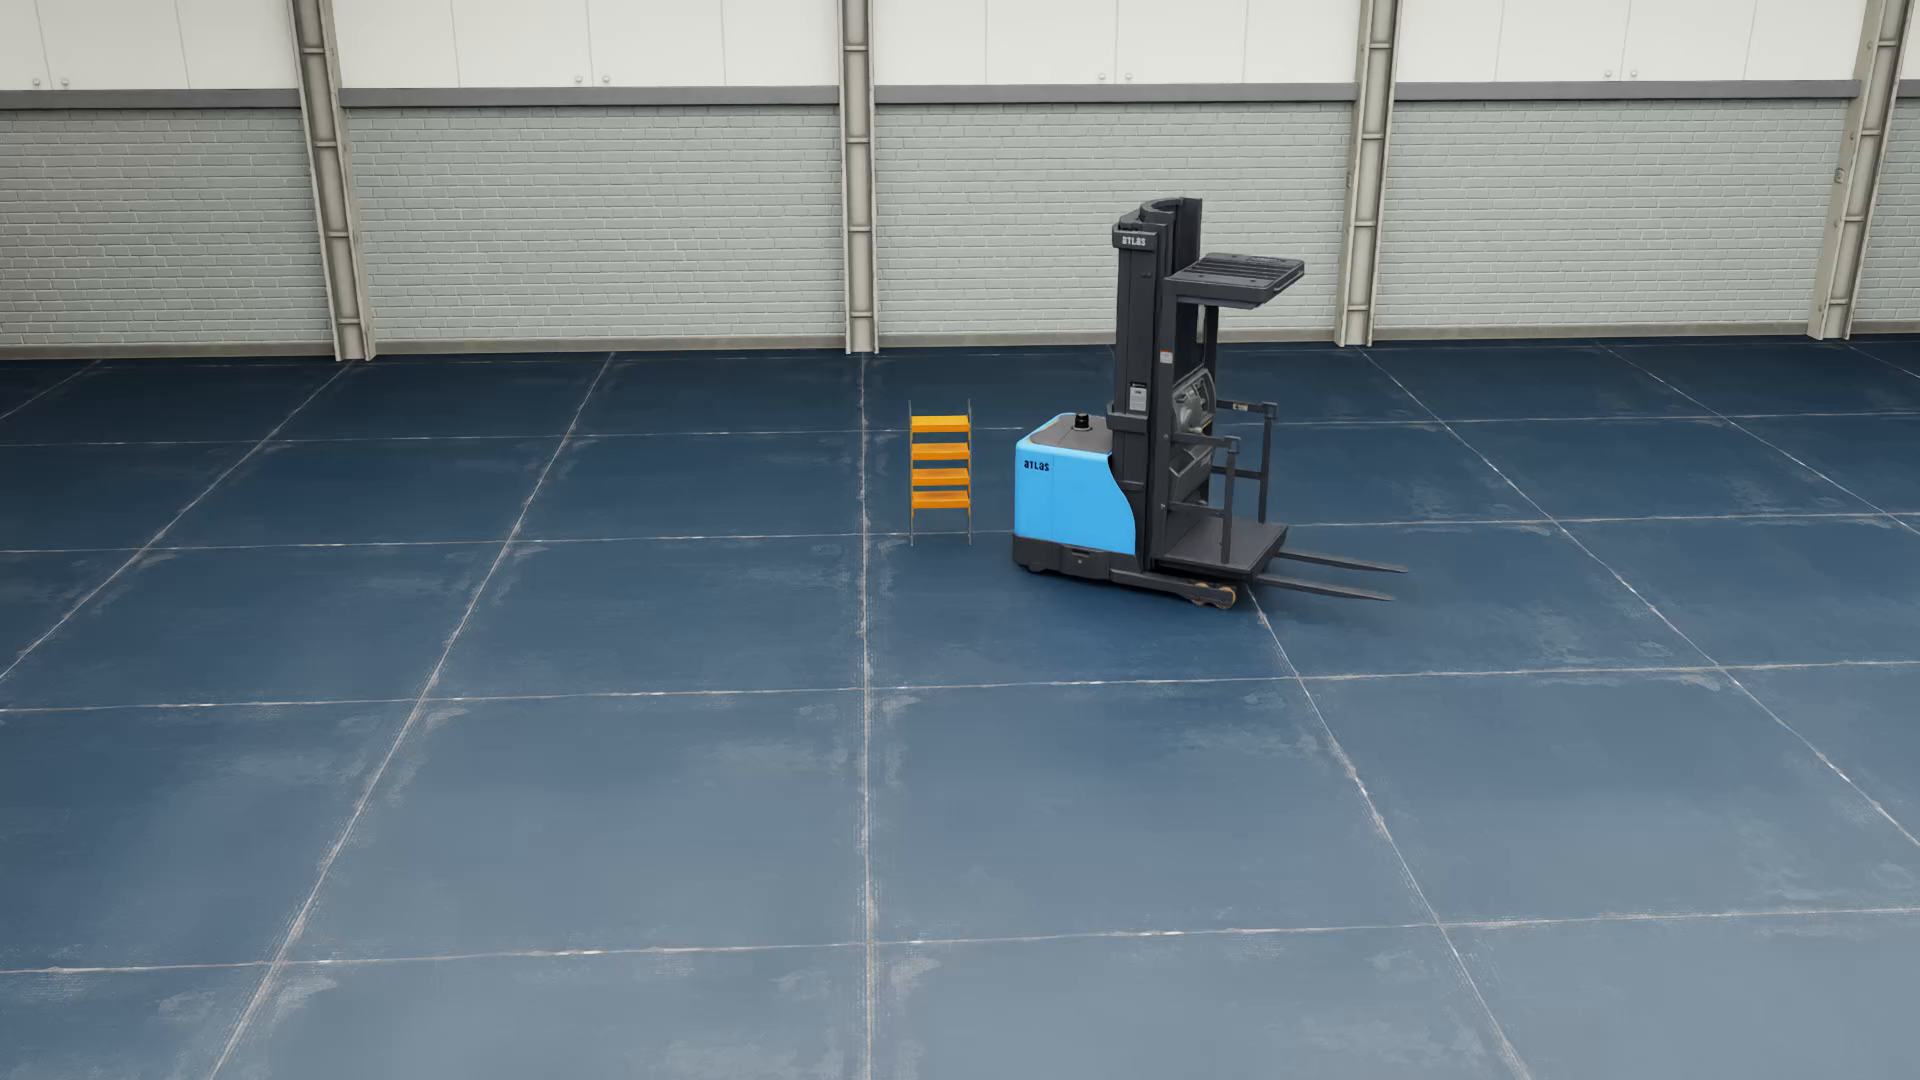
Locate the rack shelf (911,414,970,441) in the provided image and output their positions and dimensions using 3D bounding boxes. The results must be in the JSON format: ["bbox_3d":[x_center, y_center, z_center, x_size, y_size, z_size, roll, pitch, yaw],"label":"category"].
[{"bbox_3d":[-0.165,-0.925,13.690,0.480,0.148,0.258,-1,21,-3],"label":"rack shelf"}]

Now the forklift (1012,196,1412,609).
[{"bbox_3d":[1.980,-1.059,12.714,3.031,2.935,1.130,10,23,24],"label":"forklift"}]

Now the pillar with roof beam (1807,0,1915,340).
[{"bbox_3d":[11.047,-5.212,15.095,0.400,9.000,9.100,-1,21,-3],"label":"pillar with roof beam"}]

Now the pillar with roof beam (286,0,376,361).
[{"bbox_3d":[-6.923,-4.847,14.135,0.400,9.000,9.100,-1,21,-3],"label":"pillar with roof beam"}]

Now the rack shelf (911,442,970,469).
[{"bbox_3d":[-0.165,-0.704,13.774,0.480,0.148,0.258,-1,21,-3],"label":"rack shelf"}]

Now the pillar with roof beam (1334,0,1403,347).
[{"bbox_3d":[5.057,-5.090,14.775,0.400,9.000,9.100,-1,21,-3],"label":"pillar with roof beam"}]

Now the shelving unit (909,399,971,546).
[{"bbox_3d":[-0.165,-0.557,13.830,0.503,1.200,0.258,-1,21,-3],"label":"shelving unit"}]

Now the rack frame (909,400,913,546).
[{"bbox_3d":[-0.409,-0.552,13.817,0.015,1.200,0.240,-1,21,-3],"label":"rack frame"}]

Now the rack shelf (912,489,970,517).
[{"bbox_3d":[-0.165,-0.309,13.925,0.480,0.148,0.258,-1,21,-3],"label":"rack shelf"}]

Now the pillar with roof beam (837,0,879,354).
[{"bbox_3d":[-0.933,-4.968,14.455,0.400,9.000,9.100,-1,21,-3],"label":"pillar with roof beam"}]

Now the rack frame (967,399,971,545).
[{"bbox_3d":[0.078,-0.562,13.843,0.015,1.200,0.240,-1,21,-3],"label":"rack frame"}]

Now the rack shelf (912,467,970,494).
[{"bbox_3d":[-0.165,-0.494,13.854,0.480,0.148,0.258,-1,21,-3],"label":"rack shelf"}]
